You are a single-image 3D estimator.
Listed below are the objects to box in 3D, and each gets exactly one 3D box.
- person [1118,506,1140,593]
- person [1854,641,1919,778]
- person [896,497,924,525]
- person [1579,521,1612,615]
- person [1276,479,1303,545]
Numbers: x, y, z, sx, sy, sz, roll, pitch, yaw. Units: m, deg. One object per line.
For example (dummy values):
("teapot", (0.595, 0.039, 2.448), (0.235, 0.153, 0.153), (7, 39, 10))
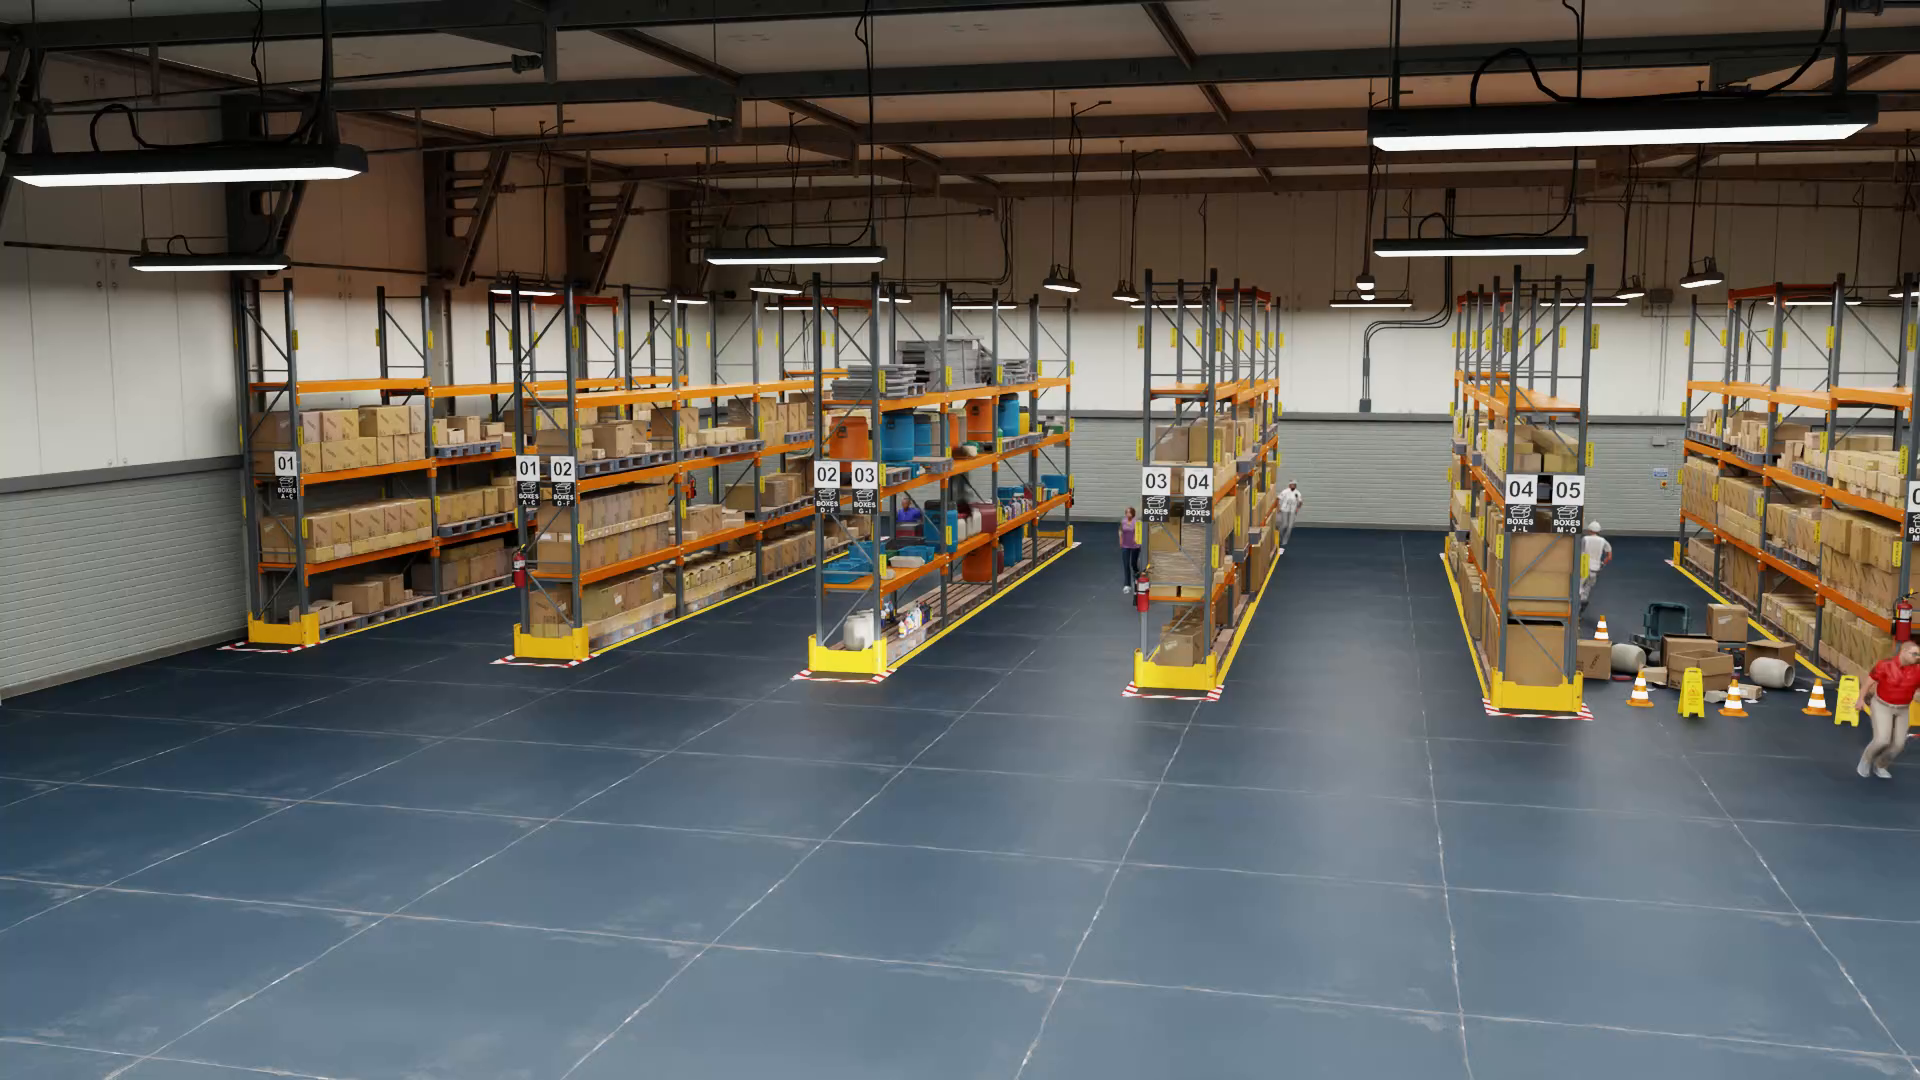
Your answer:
("person", (3.232, 0.161, 31.456), (0.547, 1.616, 0.740), (2, 7, 17))
("person", (10.583, 1.922, 18.827), (0.637, 1.633, 0.686), (0, 7, 0))
("person", (-1.027, -0.083, 33.677), (0.579, 1.583, 0.823), (1, 7, 10))
("person", (11.444, 0.532, 30.117), (0.616, 1.741, 0.846), (1, 7, 7))
("person", (8.082, -0.688, 40.726), (0.610, 1.633, 0.519), (0, 7, -4))
